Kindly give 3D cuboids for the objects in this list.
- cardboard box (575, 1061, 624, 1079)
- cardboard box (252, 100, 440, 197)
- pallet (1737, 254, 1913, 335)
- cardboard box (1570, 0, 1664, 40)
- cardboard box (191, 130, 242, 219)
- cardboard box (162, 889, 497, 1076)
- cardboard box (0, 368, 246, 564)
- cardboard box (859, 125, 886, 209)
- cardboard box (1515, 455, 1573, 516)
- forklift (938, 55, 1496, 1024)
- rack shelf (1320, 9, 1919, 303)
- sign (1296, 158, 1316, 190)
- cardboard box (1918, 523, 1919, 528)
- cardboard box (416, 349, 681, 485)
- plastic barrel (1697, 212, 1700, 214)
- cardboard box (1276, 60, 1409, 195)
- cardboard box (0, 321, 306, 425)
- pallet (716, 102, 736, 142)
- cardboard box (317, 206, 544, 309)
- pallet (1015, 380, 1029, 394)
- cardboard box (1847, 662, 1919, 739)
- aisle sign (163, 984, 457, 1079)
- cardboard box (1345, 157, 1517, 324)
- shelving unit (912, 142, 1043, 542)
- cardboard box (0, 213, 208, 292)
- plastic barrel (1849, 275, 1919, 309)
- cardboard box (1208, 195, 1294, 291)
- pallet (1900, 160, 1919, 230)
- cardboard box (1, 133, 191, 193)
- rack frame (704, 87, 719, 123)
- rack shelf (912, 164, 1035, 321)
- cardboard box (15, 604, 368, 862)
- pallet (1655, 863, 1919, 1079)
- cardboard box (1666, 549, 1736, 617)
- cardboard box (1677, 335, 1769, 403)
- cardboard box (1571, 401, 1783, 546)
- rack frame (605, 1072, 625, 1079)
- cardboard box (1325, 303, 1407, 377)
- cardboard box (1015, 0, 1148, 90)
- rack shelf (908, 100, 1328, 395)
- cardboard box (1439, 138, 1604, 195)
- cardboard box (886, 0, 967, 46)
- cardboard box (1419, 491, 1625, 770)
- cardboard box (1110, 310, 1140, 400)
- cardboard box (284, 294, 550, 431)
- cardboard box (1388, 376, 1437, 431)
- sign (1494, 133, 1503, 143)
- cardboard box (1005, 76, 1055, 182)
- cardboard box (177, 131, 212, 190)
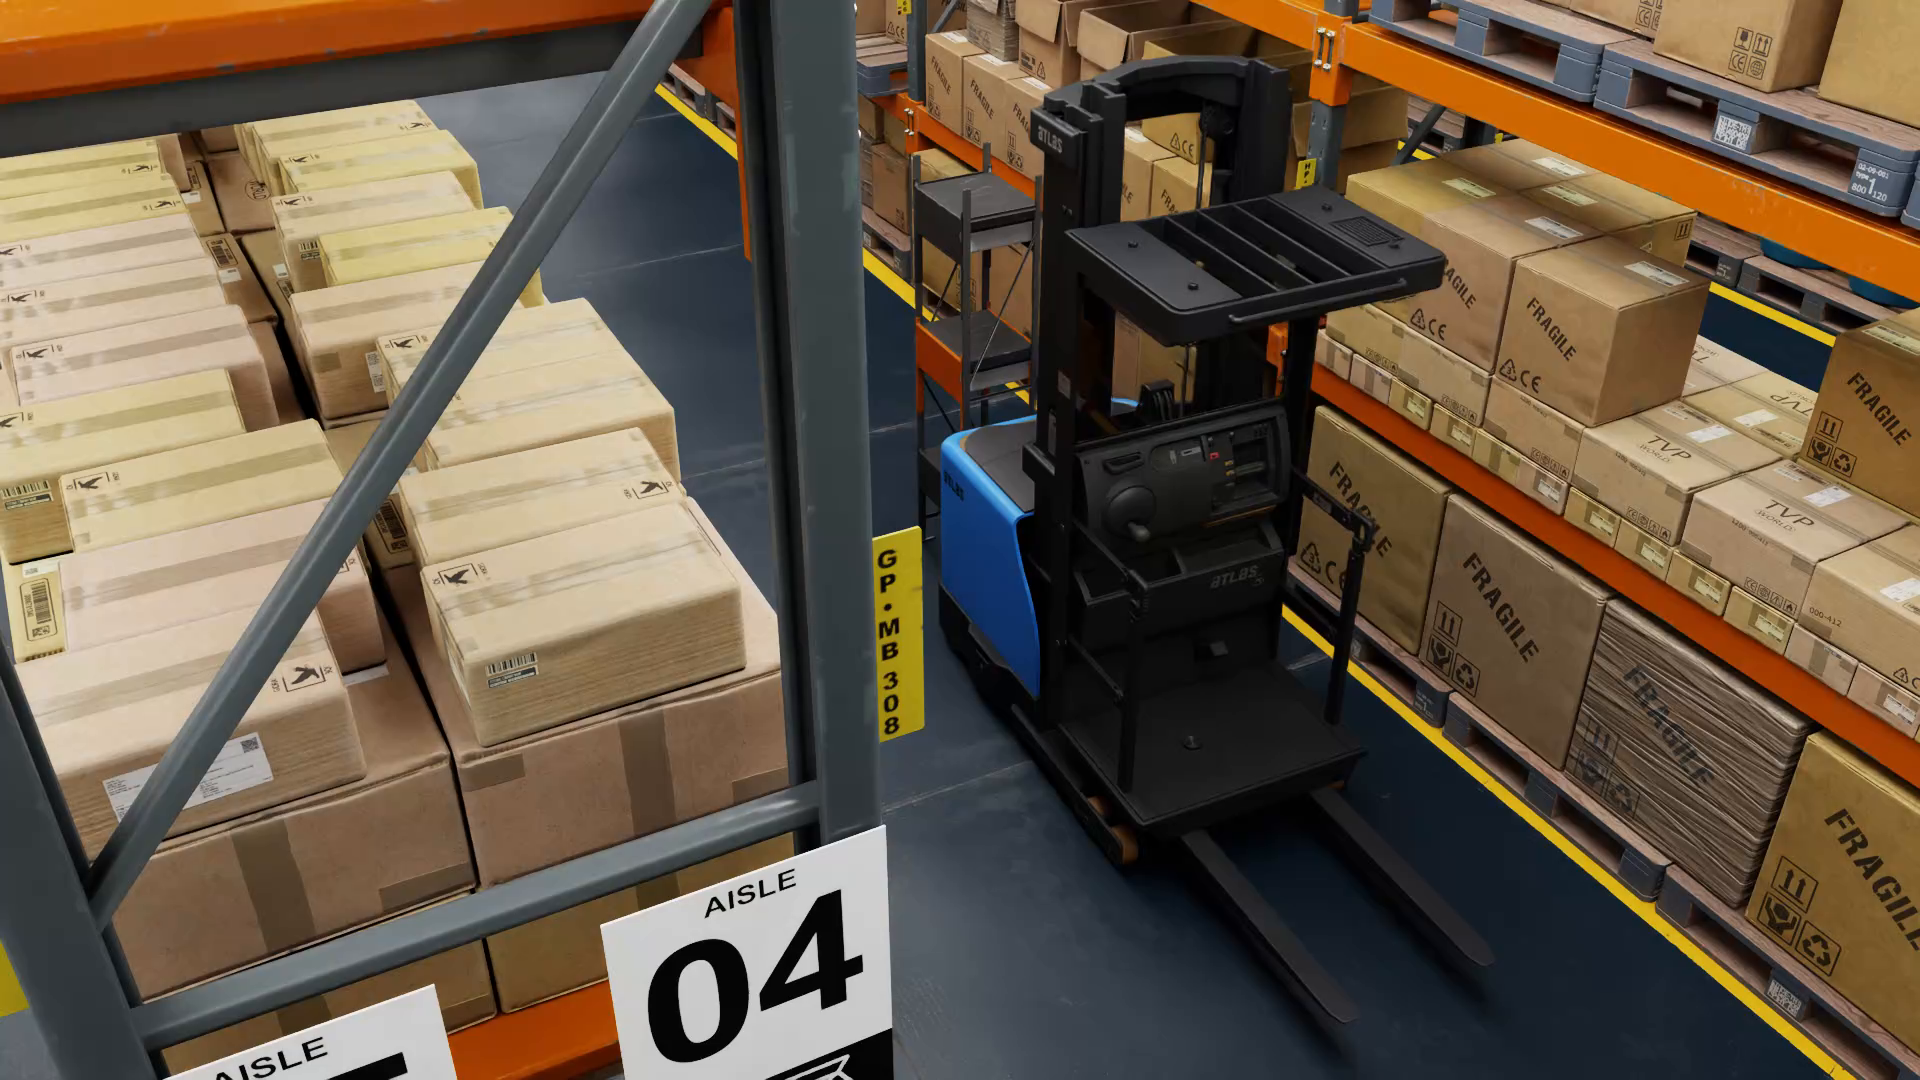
[{"bbox_3d":[-0.548,1.030,3.066,0.500,0.500,0.500,-16,36,-23],"label":"cardboard box"},{"bbox_3d":[-1.425,-0.896,3.894,0.380,0.149,0.250,-16,36,-23],"label":"cardboard box"},{"bbox_3d":[6.055,-1.659,11.144,1.003,0.211,1.213,-16,36,-23],"label":"pallet"},{"bbox_3d":[2.661,-2.117,5.918,0.700,0.500,0.500,-14,35,-21],"label":"cardboard box"},{"bbox_3d":[-1.767,-1.012,4.444,0.500,0.250,0.500,-17,37,-25],"label":"cardboard box"},{"bbox_3d":[-1.020,0.549,2.471,0.500,0.250,0.500,-17,36,-24],"label":"cardboard box"},{"bbox_3d":[-1.357,-0.127,2.693,0.380,0.149,0.250,-15,36,-22],"label":"cardboard box"},{"bbox_3d":[-0.469,-2.826,12.291,0.700,0.500,0.500,-19,37,-27],"label":"cardboard box"},{"bbox_3d":[2.444,-0.260,6.607,0.380,0.149,0.250,-15,36,-23],"label":"cardboard box"},{"bbox_3d":[0.981,-0.194,6.335,1.130,2.935,3.031,-14,35,-21],"label":"forklift"},{"bbox_3d":[2.928,-1.214,5.751,1.077,0.370,4.000,-16,36,-23],"label":"rack shelf"},{"bbox_3d":[1.520,-1.522,7.345,0.100,0.325,0.005,-16,36,-23],"label":"sign"},{"bbox_3d":[3.628,0.095,5.685,0.500,0.250,0.500,-16,36,-24],"label":"cardboard box"},{"bbox_3d":[-0.689,-0.165,2.752,0.380,0.149,0.250,-16,36,-23],"label":"cardboard box"},{"bbox_3d":[5.282,-2.757,12.118,0.600,0.588,0.708,-16,36,-23],"label":"plastic barrel"},{"bbox_3d":[1.691,-1.976,8.031,0.797,0.503,0.637,-17,36,-24],"label":"cardboard box"},{"bbox_3d":[-1.490,-0.155,3.107,0.500,0.250,0.500,-15,36,-22],"label":"cardboard box"},{"bbox_3d":[-1.370,-3.481,13.988,1.003,0.211,1.213,-16,36,-23],"label":"pallet"},{"bbox_3d":[-1.054,-0.527,3.317,0.380,0.149,0.250,-15,35,-22],"label":"cardboard box"},{"bbox_3d":[0.997,-0.967,10.063,1.003,0.211,1.213,-16,36,-23],"label":"pallet"},{"bbox_3d":[3.164,0.475,5.461,0.380,0.149,0.250,-16,36,-23],"label":"cardboard box"},{"bbox_3d":[-0.805,0.915,2.131,0.394,0.787,0.004,-16,36,-23],"label":"aisle sign"},{"bbox_3d":[1.993,-1.294,7.157,0.500,0.500,0.500,-16,36,-23],"label":"cardboard box"},{"bbox_3d":[0.077,-0.805,8.060,0.431,2.100,0.503,-16,36,-23],"label":"shelving unit"},{"bbox_3d":[-1.687,-0.503,3.280,0.380,0.149,0.250,-17,36,-24],"label":"cardboard box"},{"bbox_3d":[6.139,-2.012,10.665,0.600,0.901,0.708,-16,36,-23],"label":"plastic barrel"},{"bbox_3d":[1.536,-1.405,8.070,0.500,0.500,0.500,-16,36,-23],"label":"cardboard box"},{"bbox_3d":[3.506,-0.877,4.640,1.003,0.211,1.213,-16,36,-23],"label":"pallet"},{"bbox_3d":[-2.034,-0.890,3.884,0.380,0.149,0.250,-17,36,-25],"label":"cardboard box"},{"bbox_3d":[-1.734,-5.026,13.815,1.000,3.000,0.127,-16,36,-23],"label":"rack frame"},{"bbox_3d":[0.077,-1.383,7.690,0.431,0.518,0.480,-16,36,-23],"label":"rack shelf"},{"bbox_3d":[-0.989,0.237,2.126,0.380,0.149,0.250,-16,36,-24],"label":"cardboard box"},{"bbox_3d":[3.419,1.513,6.193,1.003,0.211,1.213,-16,36,-23],"label":"pallet"},{"bbox_3d":[2.805,0.108,6.033,0.380,0.149,0.250,-16,36,-23],"label":"cardboard box"},{"bbox_3d":[2.916,-0.636,6.826,0.500,0.250,0.500,-15,36,-22],"label":"cardboard box"},{"bbox_3d":[2.680,-0.259,6.237,0.500,0.250,0.500,-16,36,-23],"label":"cardboard box"},{"bbox_3d":[-0.574,1.900,3.004,1.000,3.000,0.127,-16,36,-23],"label":"rack frame"},{"bbox_3d":[1.983,-0.981,7.363,0.500,0.250,0.500,-17,36,-24],"label":"cardboard box"},{"bbox_3d":[0.759,-2.917,9.500,0.797,0.503,0.637,-15,36,-22],"label":"cardboard box"},{"bbox_3d":[1.063,-1.860,9.540,1.077,0.370,4.000,-16,36,-23],"label":"rack shelf"},{"bbox_3d":[2.447,-1.434,7.376,0.500,0.500,0.500,-15,36,-22],"label":"cardboard box"},{"bbox_3d":[-0.156,-3.584,11.082,0.500,0.500,0.500,-21,38,-29],"label":"cardboard box"},{"bbox_3d":[2.653,0.274,7.122,0.875,0.875,0.875,-16,36,-23],"label":"cardboard box"},{"bbox_3d":[1.262,-1.217,9.450,1.225,0.875,0.875,-17,36,-25],"label":"cardboard box"},{"bbox_3d":[-1.018,-0.279,3.299,0.500,0.250,0.500,-15,36,-23],"label":"cardboard box"},{"bbox_3d":[2.086,-0.627,7.181,0.380,0.149,0.250,-15,35,-22],"label":"cardboard box"},{"bbox_3d":[2.486,-1.747,7.820,0.100,0.325,0.005,-16,36,-23],"label":"sign"},{"bbox_3d":[0.601,-2.370,9.576,0.500,0.500,0.500,-17,36,-24],"label":"cardboard box"},{"bbox_3d":[-2.199,-0.891,4.254,0.500,0.250,0.500,-16,36,-23],"label":"cardboard box"}]
